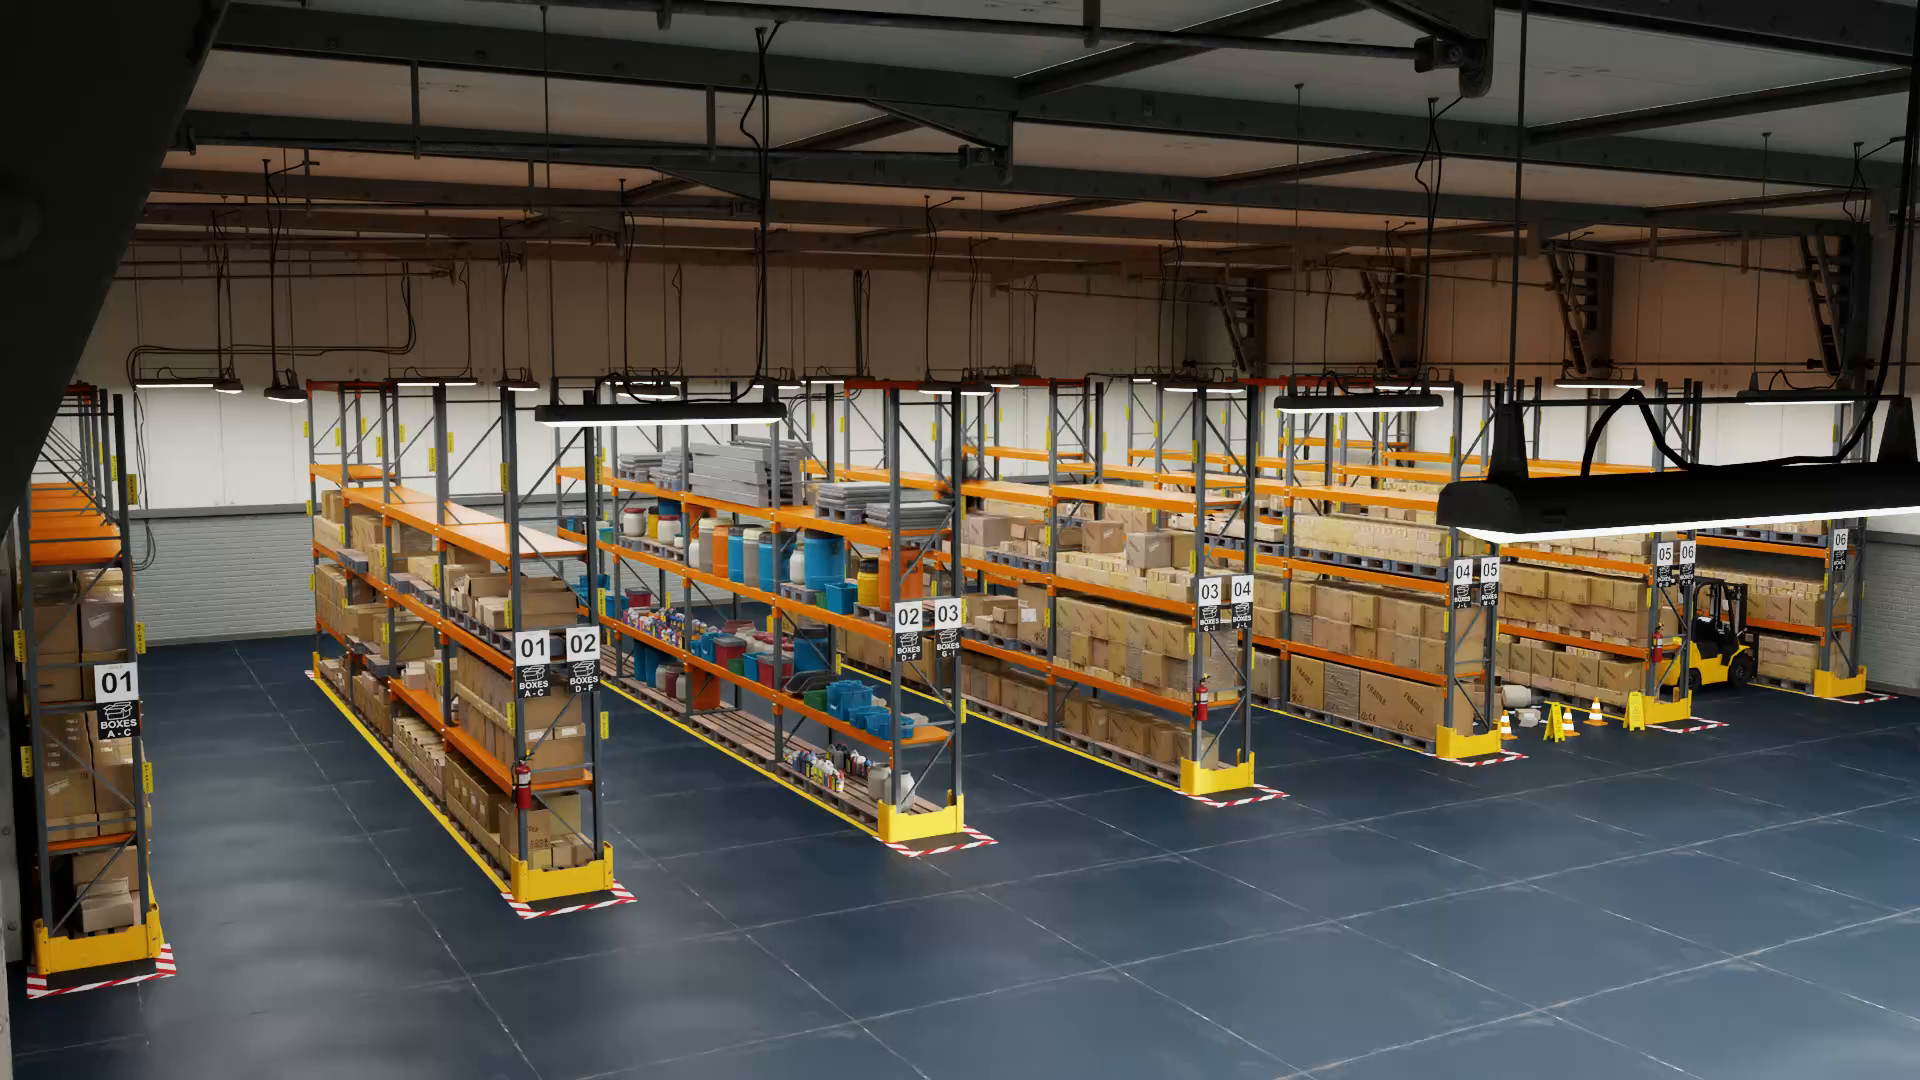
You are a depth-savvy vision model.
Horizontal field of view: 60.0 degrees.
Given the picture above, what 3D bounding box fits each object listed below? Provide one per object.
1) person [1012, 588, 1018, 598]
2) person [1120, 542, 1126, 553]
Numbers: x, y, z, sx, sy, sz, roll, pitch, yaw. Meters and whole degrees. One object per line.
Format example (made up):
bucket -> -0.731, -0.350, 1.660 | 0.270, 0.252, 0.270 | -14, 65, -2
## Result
person -> 1.471, 1.053, 41.888 | 0.864, 1.698, 0.579 | 5, 8, 40
person -> 4.260, 0.818, 44.418 | 0.525, 1.635, 0.647 | 0, 6, -2
